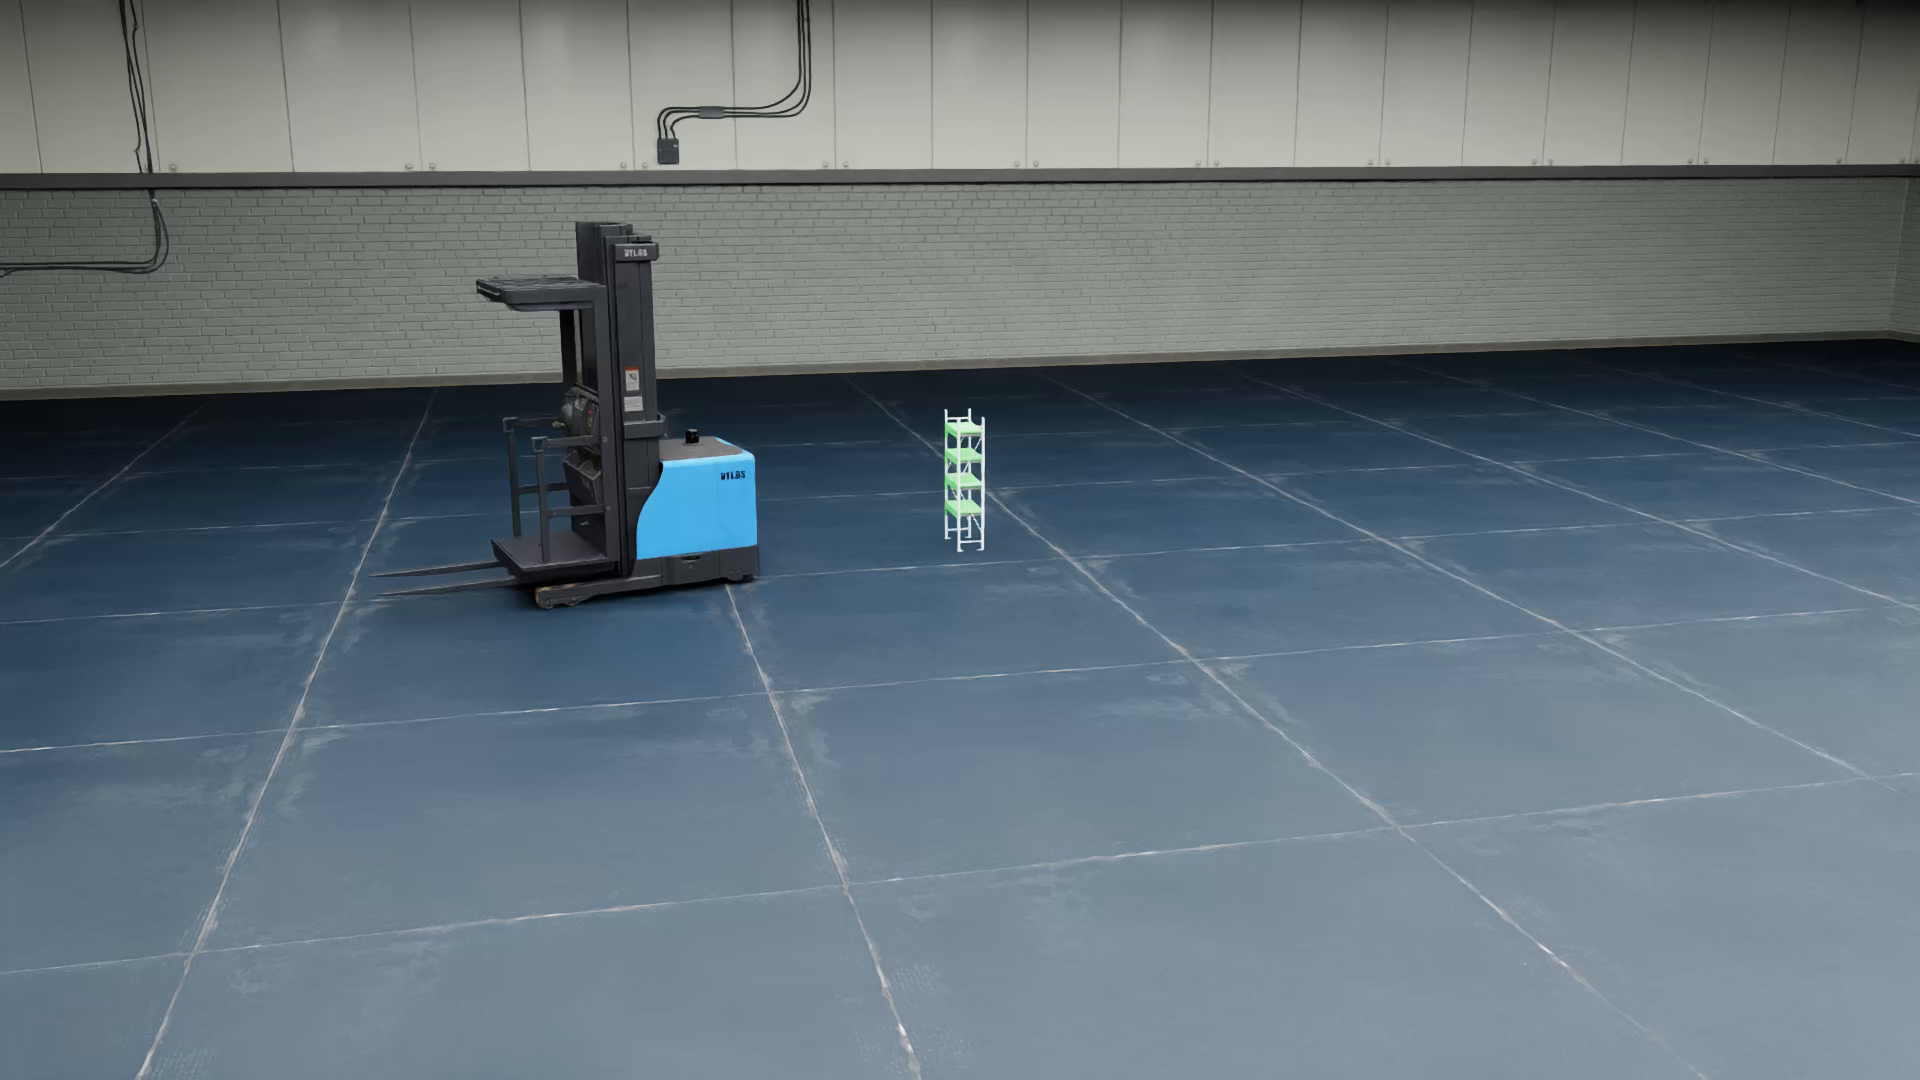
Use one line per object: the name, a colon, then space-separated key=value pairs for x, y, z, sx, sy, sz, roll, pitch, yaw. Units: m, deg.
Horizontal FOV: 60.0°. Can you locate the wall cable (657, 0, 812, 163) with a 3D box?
wall cable: x=-3.322 y=-8.533 z=24.049 sx=2.305 sy=6.003 sz=0.169 roll=-3 pitch=14 yaw=-13

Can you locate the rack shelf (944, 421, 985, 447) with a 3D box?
rack shelf: x=0.039 y=-0.949 z=14.853 sx=0.258 sy=0.148 sz=0.480 roll=-3 pitch=14 yaw=-13

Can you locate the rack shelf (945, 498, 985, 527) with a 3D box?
rack shelf: x=0.039 y=-0.249 z=15.023 sx=0.258 sy=0.148 sz=0.480 roll=-3 pitch=14 yaw=-13

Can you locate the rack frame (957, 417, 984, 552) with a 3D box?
rack frame: x=0.096 y=-0.488 z=14.721 sx=0.240 sy=1.200 sz=0.015 roll=-3 pitch=14 yaw=-13

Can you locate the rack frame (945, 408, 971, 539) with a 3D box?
rack frame: x=-0.018 y=-0.601 z=15.182 sx=0.240 sy=1.200 sz=0.015 roll=-3 pitch=14 yaw=-13

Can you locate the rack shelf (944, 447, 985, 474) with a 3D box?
rack shelf: x=0.039 y=-0.716 z=14.909 sx=0.258 sy=0.148 sz=0.480 roll=-3 pitch=14 yaw=-13

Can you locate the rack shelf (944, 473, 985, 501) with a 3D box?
rack shelf: x=0.039 y=-0.483 z=14.966 sx=0.258 sy=0.148 sz=0.480 roll=-3 pitch=14 yaw=-13

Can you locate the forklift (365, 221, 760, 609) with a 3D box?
forklift: x=-3.221 y=-1.027 z=13.276 sx=3.031 sy=2.935 sz=1.130 roll=-7 pitch=15 yaw=-27

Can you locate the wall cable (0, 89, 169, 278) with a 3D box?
wall cable: x=-12.554 y=-4.847 z=22.670 sx=3.097 sy=2.526 sz=0.112 roll=-3 pitch=14 yaw=-13

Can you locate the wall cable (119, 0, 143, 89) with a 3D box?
wall cable: x=-9.924 y=-7.451 z=22.688 sx=3.097 sy=2.526 sz=0.112 roll=-3 pitch=14 yaw=-13

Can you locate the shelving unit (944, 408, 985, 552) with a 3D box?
shelving unit: x=0.039 y=-0.545 z=14.951 sx=0.258 sy=1.200 sz=0.503 roll=-3 pitch=14 yaw=-13
